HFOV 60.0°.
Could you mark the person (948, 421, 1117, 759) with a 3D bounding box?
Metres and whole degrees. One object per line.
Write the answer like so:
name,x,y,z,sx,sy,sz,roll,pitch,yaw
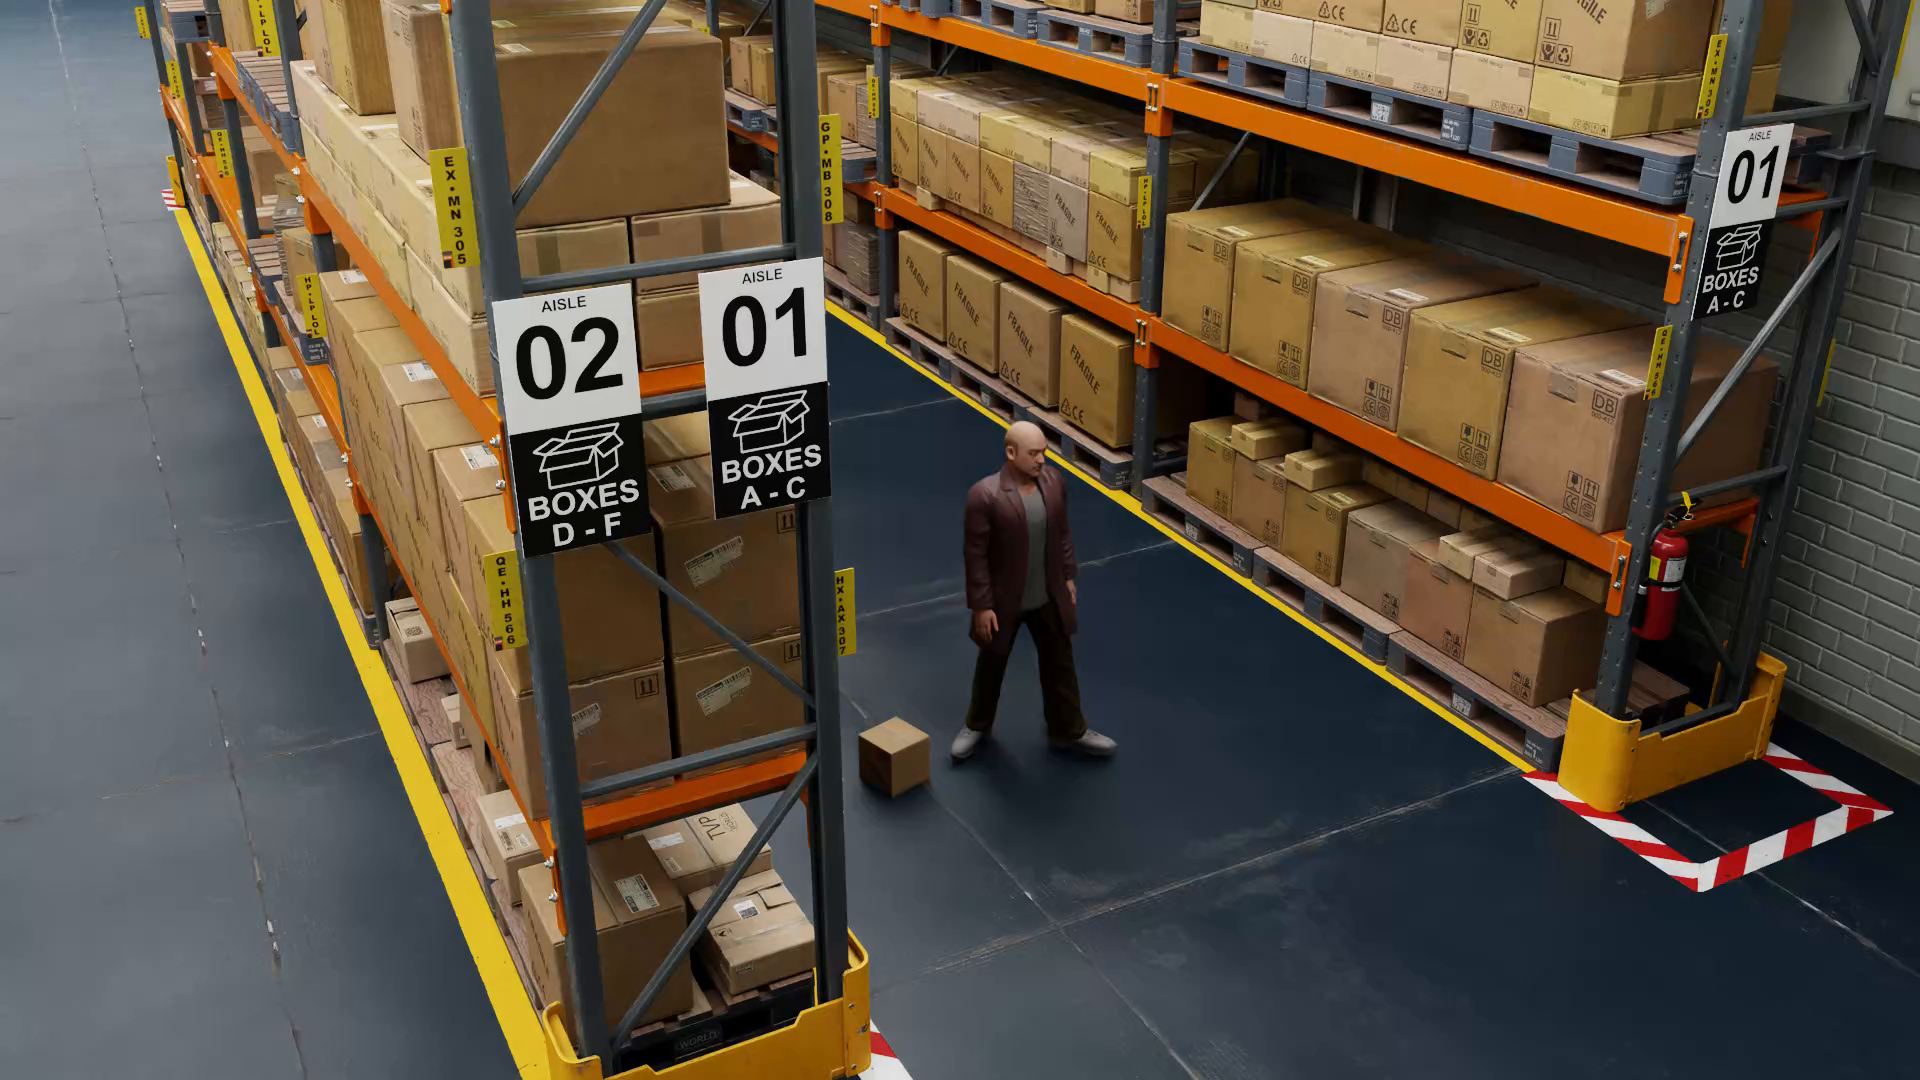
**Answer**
person,0.327,0.255,8.025,0.771,1.771,0.577,-12,28,-23
